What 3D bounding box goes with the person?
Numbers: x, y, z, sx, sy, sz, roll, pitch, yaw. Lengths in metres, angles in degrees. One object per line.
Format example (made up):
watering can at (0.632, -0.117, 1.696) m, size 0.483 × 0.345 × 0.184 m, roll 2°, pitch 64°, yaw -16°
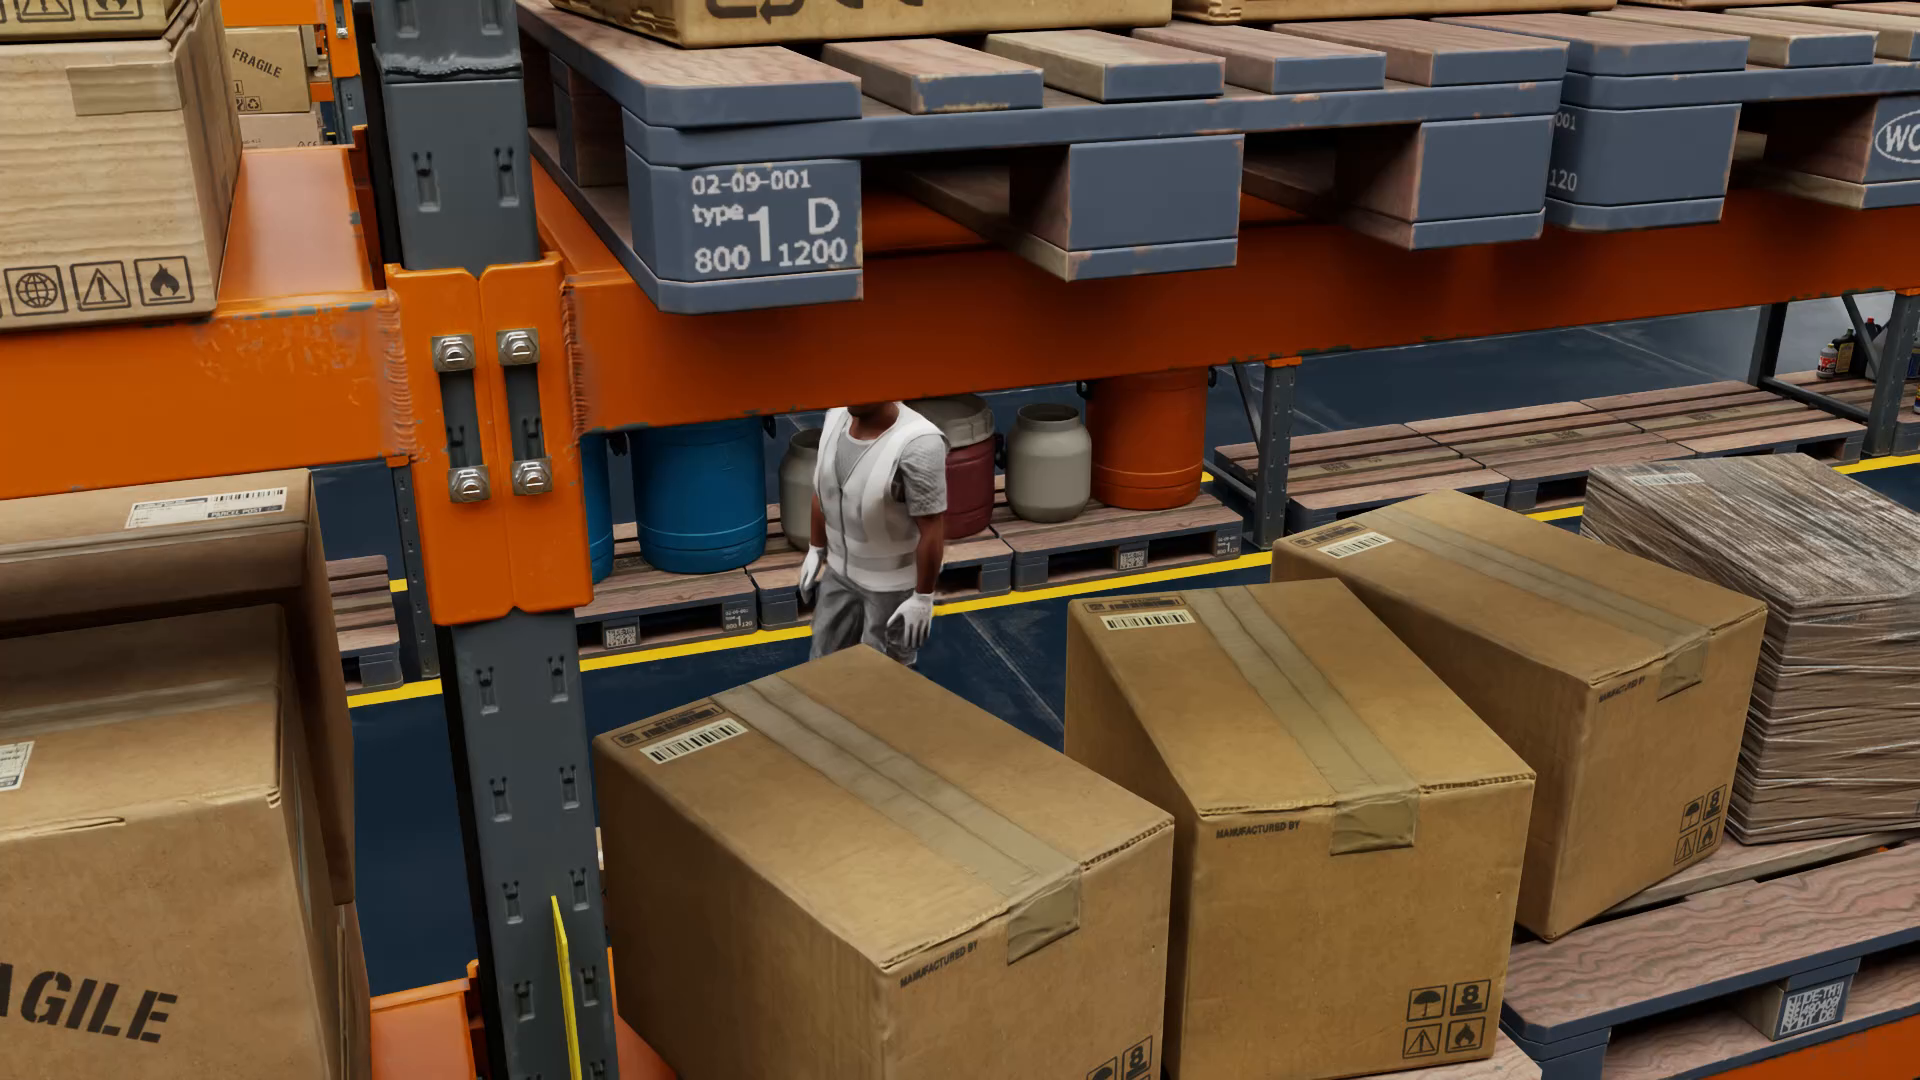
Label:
person at (-0.229, 0.101, 5.779) m, size 0.553 × 1.780 × 0.609 m, roll -19°, pitch 29°, yaw -38°
